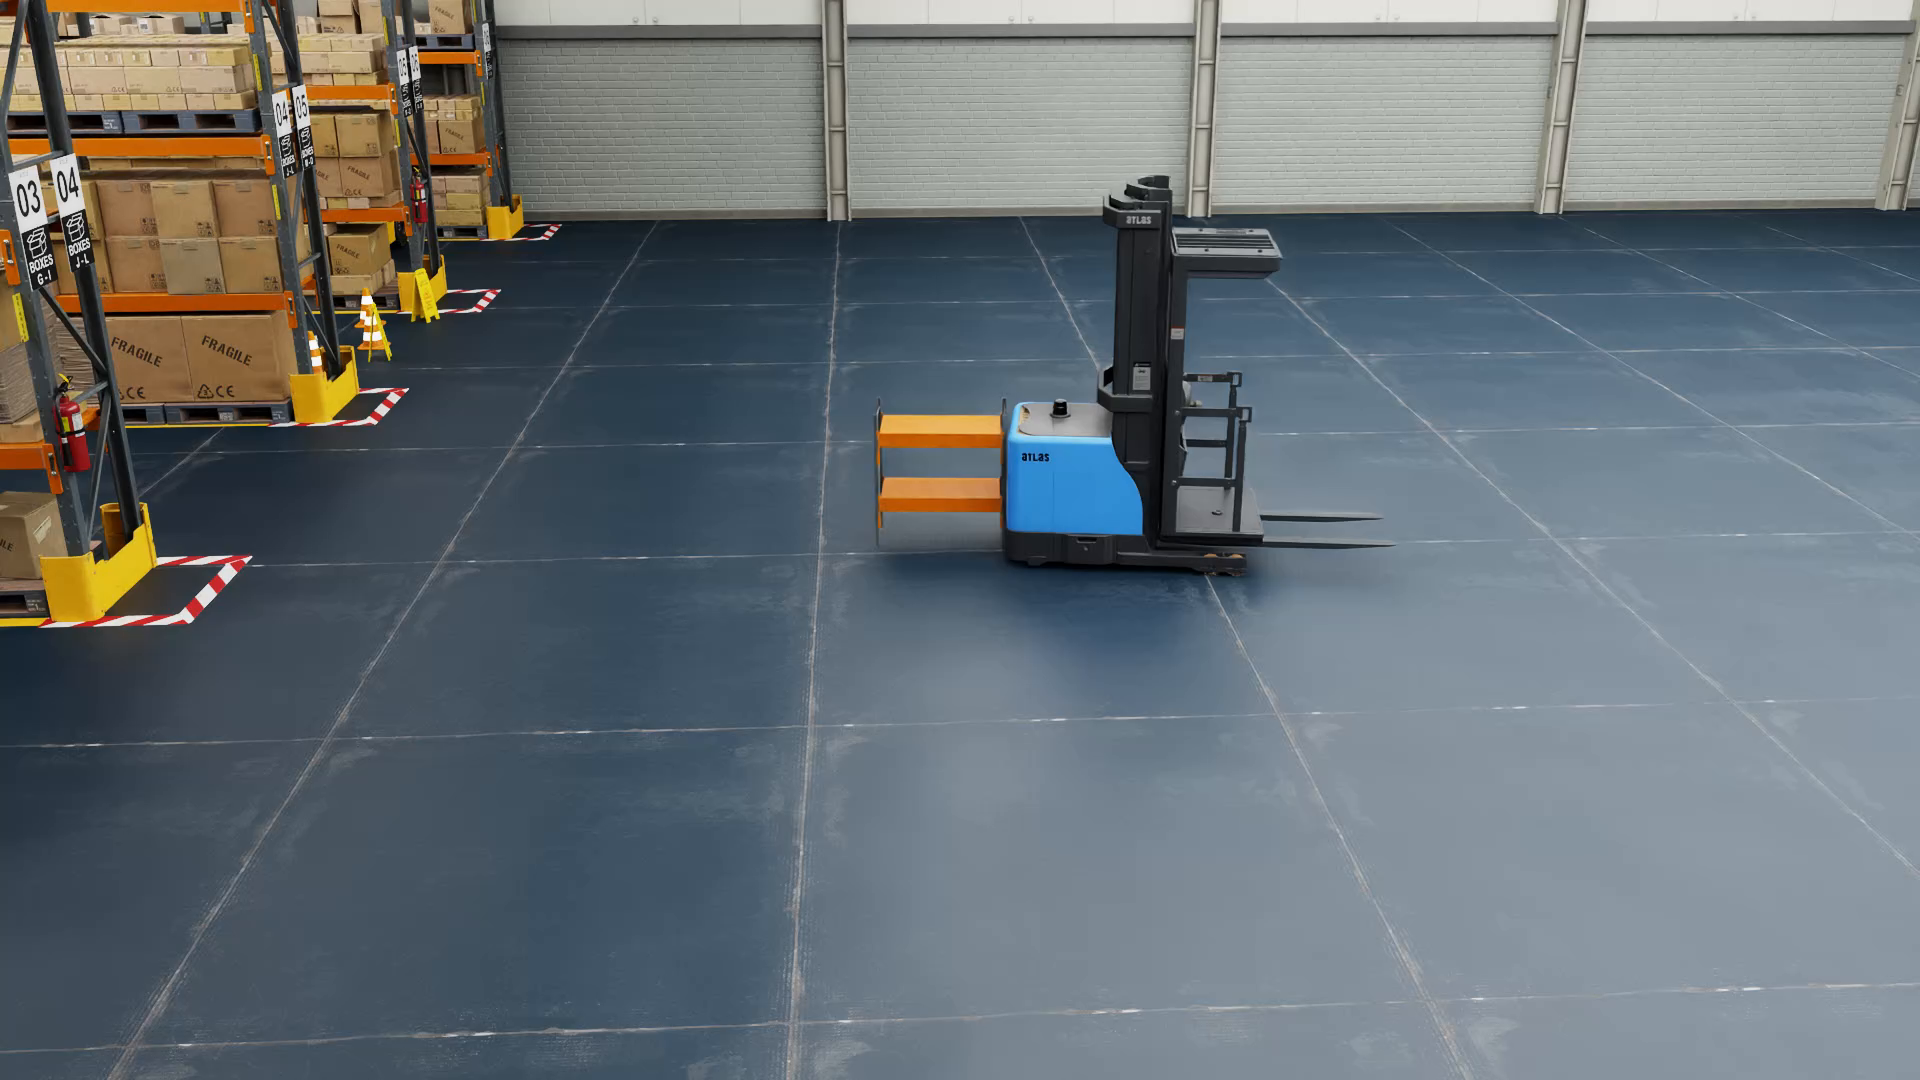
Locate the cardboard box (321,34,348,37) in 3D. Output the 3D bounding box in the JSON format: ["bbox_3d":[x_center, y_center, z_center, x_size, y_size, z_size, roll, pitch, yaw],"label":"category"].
[{"bbox_3d":[-7.828,-6.266,20.879,0.250,0.149,0.380,-1,21,-3],"label":"cardboard box"}]

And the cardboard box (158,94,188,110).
[{"bbox_3d":[-7.394,-4.171,15.767,0.250,0.149,0.380,-1,21,-2],"label":"cardboard box"}]

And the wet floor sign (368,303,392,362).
[{"bbox_3d":[-6.658,-2.385,18.978,0.232,0.644,0.267,-5,21,-12],"label":"wet floor sign"}]

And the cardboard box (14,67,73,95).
[{"bbox_3d":[-8.551,-4.356,15.692,0.500,0.250,0.500,-1,21,-3],"label":"cardboard box"}]

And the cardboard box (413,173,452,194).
[{"bbox_3d":[-8.196,-5.546,25.842,0.500,0.250,0.500,-1,21,-2],"label":"cardboard box"}]

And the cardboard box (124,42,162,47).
[{"bbox_3d":[-7.940,-4.767,16.212,0.250,0.149,0.380,-2,21,-4],"label":"cardboard box"}]

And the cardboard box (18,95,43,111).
[{"bbox_3d":[-8.666,-4.145,15.698,0.250,0.149,0.380,-1,21,-2],"label":"cardboard box"}]

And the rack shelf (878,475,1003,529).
[{"bbox_3d":[-0.152,-0.314,13.551,1.000,0.278,0.538,0,21,1],"label":"rack shelf"}]

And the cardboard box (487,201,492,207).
[{"bbox_3d":[-7.746,-5.271,26.525,0.500,0.250,0.500,-1,21,-3],"label":"cardboard box"}]

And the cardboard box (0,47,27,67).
[{"bbox_3d":[-8.914,-4.513,15.544,0.250,0.149,0.380,-1,21,-3],"label":"cardboard box"}]

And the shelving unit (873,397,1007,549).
[{"bbox_3d":[-0.152,-0.542,13.464,1.048,1.125,0.538,0,21,1],"label":"shelving unit"}]

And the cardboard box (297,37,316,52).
[{"bbox_3d":[-8.048,-6.093,20.424,0.250,0.149,0.380,-1,21,-3],"label":"cardboard box"}]

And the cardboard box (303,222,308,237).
[{"bbox_3d":[-8.356,-3.958,21.110,0.250,0.149,0.380,-1,21,-2],"label":"cardboard box"}]

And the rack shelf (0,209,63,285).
[{"bbox_3d":[-8.388,-2.042,11.564,4.000,0.370,1.077,-1,21,-3],"label":"rack shelf"}]

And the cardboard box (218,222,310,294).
[{"bbox_3d":[-6.942,-2.827,16.621,0.550,0.550,0.875,-1,21,-3],"label":"cardboard box"}]

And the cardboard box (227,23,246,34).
[{"bbox_3d":[-10.773,-7.648,24.900,0.250,0.149,0.380,-1,21,-2],"label":"cardboard box"}]

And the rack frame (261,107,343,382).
[{"bbox_3d":[-6.574,-2.781,16.710,0.127,3.000,1.000,-1,21,-3],"label":"rack frame"}]

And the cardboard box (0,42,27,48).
[{"bbox_3d":[-9.209,-4.741,16.145,0.250,0.149,0.380,-1,21,-3],"label":"cardboard box"}]

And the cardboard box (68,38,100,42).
[{"bbox_3d":[-10.618,-6.004,20.191,0.250,0.149,0.380,-2,21,-4],"label":"cardboard box"}]

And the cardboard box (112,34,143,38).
[{"bbox_3d":[-10.392,-6.230,20.785,0.250,0.149,0.380,-2,21,-4],"label":"cardboard box"}]

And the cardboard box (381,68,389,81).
[{"bbox_3d":[-7.307,-5.930,21.119,0.250,0.149,0.380,-1,21,-3],"label":"cardboard box"}]

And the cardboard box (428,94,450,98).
[{"bbox_3d":[-8.118,-6.855,25.939,0.250,0.149,0.380,-1,21,-2],"label":"cardboard box"}]

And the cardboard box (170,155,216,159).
[{"bbox_3d":[-9.485,-5.044,20.690,0.500,0.500,0.700,-2,21,-4],"label":"cardboard box"}]

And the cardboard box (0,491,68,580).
[{"bbox_3d":[-7.016,-0.038,12.429,0.500,0.500,0.500,3,21,7],"label":"cardboard box"}]

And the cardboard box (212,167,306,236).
[{"bbox_3d":[-6.947,-3.362,16.507,0.550,0.550,0.875,-1,21,-3],"label":"cardboard box"}]

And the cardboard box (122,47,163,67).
[{"bbox_3d":[-7.654,-4.538,15.611,0.250,0.149,0.380,-1,21,-2],"label":"cardboard box"}]

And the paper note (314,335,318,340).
[{"bbox_3d":[-7.787,-2.423,19.943,0.142,0.019,0.148,-9,23,-22],"label":"paper note"}]

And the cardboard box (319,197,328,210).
[{"bbox_3d":[-8.078,-4.278,20.995,0.250,0.149,0.380,-1,21,-2],"label":"cardboard box"}]

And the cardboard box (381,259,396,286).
[{"bbox_3d":[-7.778,-3.530,21.952,0.500,0.250,0.500,-1,21,-3],"label":"cardboard box"}]

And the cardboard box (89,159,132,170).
[{"bbox_3d":[-10.496,-4.552,20.802,0.500,0.500,0.500,-1,21,-3],"label":"cardboard box"}]

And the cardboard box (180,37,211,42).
[{"bbox_3d":[-9.321,-6.050,20.311,0.250,0.149,0.380,-1,21,-4],"label":"cardboard box"}]

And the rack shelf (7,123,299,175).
[{"bbox_3d":[-8.571,-3.806,16.197,4.000,0.370,1.077,-1,21,-3],"label":"rack shelf"}]

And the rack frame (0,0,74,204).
[{"bbox_3d":[-6.392,-3.821,11.009,0.127,3.000,1.000,-1,21,-3],"label":"rack frame"}]

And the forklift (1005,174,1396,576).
[{"bbox_3d":[1.900,-1.286,12.880,3.031,2.935,1.130,2,21,4],"label":"forklift"}]

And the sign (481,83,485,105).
[{"bbox_3d":[-7.227,-6.759,25.199,0.005,0.325,0.100,-1,21,-3],"label":"sign"}]

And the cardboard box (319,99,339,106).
[{"bbox_3d":[-9.621,-6.664,25.437,0.250,0.149,0.380,-1,21,-3],"label":"cardboard box"}]

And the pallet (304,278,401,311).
[{"bbox_3d":[-7.846,-3.229,21.805,1.213,0.211,1.003,-1,21,-3],"label":"pallet"}]

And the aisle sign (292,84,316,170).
[{"bbox_3d":[-6.520,-4.104,16.531,0.004,0.787,0.394,-1,21,-3],"label":"aisle sign"}]

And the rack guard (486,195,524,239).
[{"bbox_3d":[-7.220,-5.133,26.400,0.348,0.500,1.175,-1,21,-3],"label":"rack guard"}]

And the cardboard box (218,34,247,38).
[{"bbox_3d":[-9.104,-6.263,20.871,0.250,0.149,0.380,-1,21,-2],"label":"cardboard box"}]

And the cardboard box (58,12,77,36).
[{"bbox_3d":[-13.478,-7.778,24.749,0.500,0.500,0.500,-1,21,-2],"label":"cardboard box"}]

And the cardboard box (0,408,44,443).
[{"bbox_3d":[-6.664,-0.820,11.913,0.250,0.149,0.380,-1,21,-3],"label":"cardboard box"}]

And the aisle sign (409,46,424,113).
[{"bbox_3d":[-6.913,-5.864,21.153,0.004,0.787,0.394,-1,21,-3],"label":"aisle sign"}]

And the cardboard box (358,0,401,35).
[{"bbox_3d":[-8.701,-7.911,25.098,0.500,0.500,0.700,-1,21,-3],"label":"cardboard box"}]

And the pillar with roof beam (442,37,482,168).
[{"bbox_3d":[-7.745,-7.881,21.674,0.400,9.000,9.100,-1,21,-3],"label":"pillar with roof beam"}]

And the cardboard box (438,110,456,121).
[{"bbox_3d":[-7.828,-6.528,25.499,0.250,0.149,0.380,-1,21,-2],"label":"cardboard box"}]

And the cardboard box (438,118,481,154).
[{"bbox_3d":[-7.721,-6.244,25.665,0.500,0.500,0.500,-2,21,-4],"label":"cardboard box"}]

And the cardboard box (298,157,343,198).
[{"bbox_3d":[-7.984,-4.606,20.944,0.500,0.500,0.500,-1,21,-3],"label":"cardboard box"}]

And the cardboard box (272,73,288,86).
[{"bbox_3d":[-8.314,-5.702,20.519,0.250,0.149,0.380,-1,21,-3],"label":"cardboard box"}]

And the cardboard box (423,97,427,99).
[{"bbox_3d":[-8.347,-6.698,25.527,0.250,0.149,0.380,-1,21,-3],"label":"cardboard box"}]
